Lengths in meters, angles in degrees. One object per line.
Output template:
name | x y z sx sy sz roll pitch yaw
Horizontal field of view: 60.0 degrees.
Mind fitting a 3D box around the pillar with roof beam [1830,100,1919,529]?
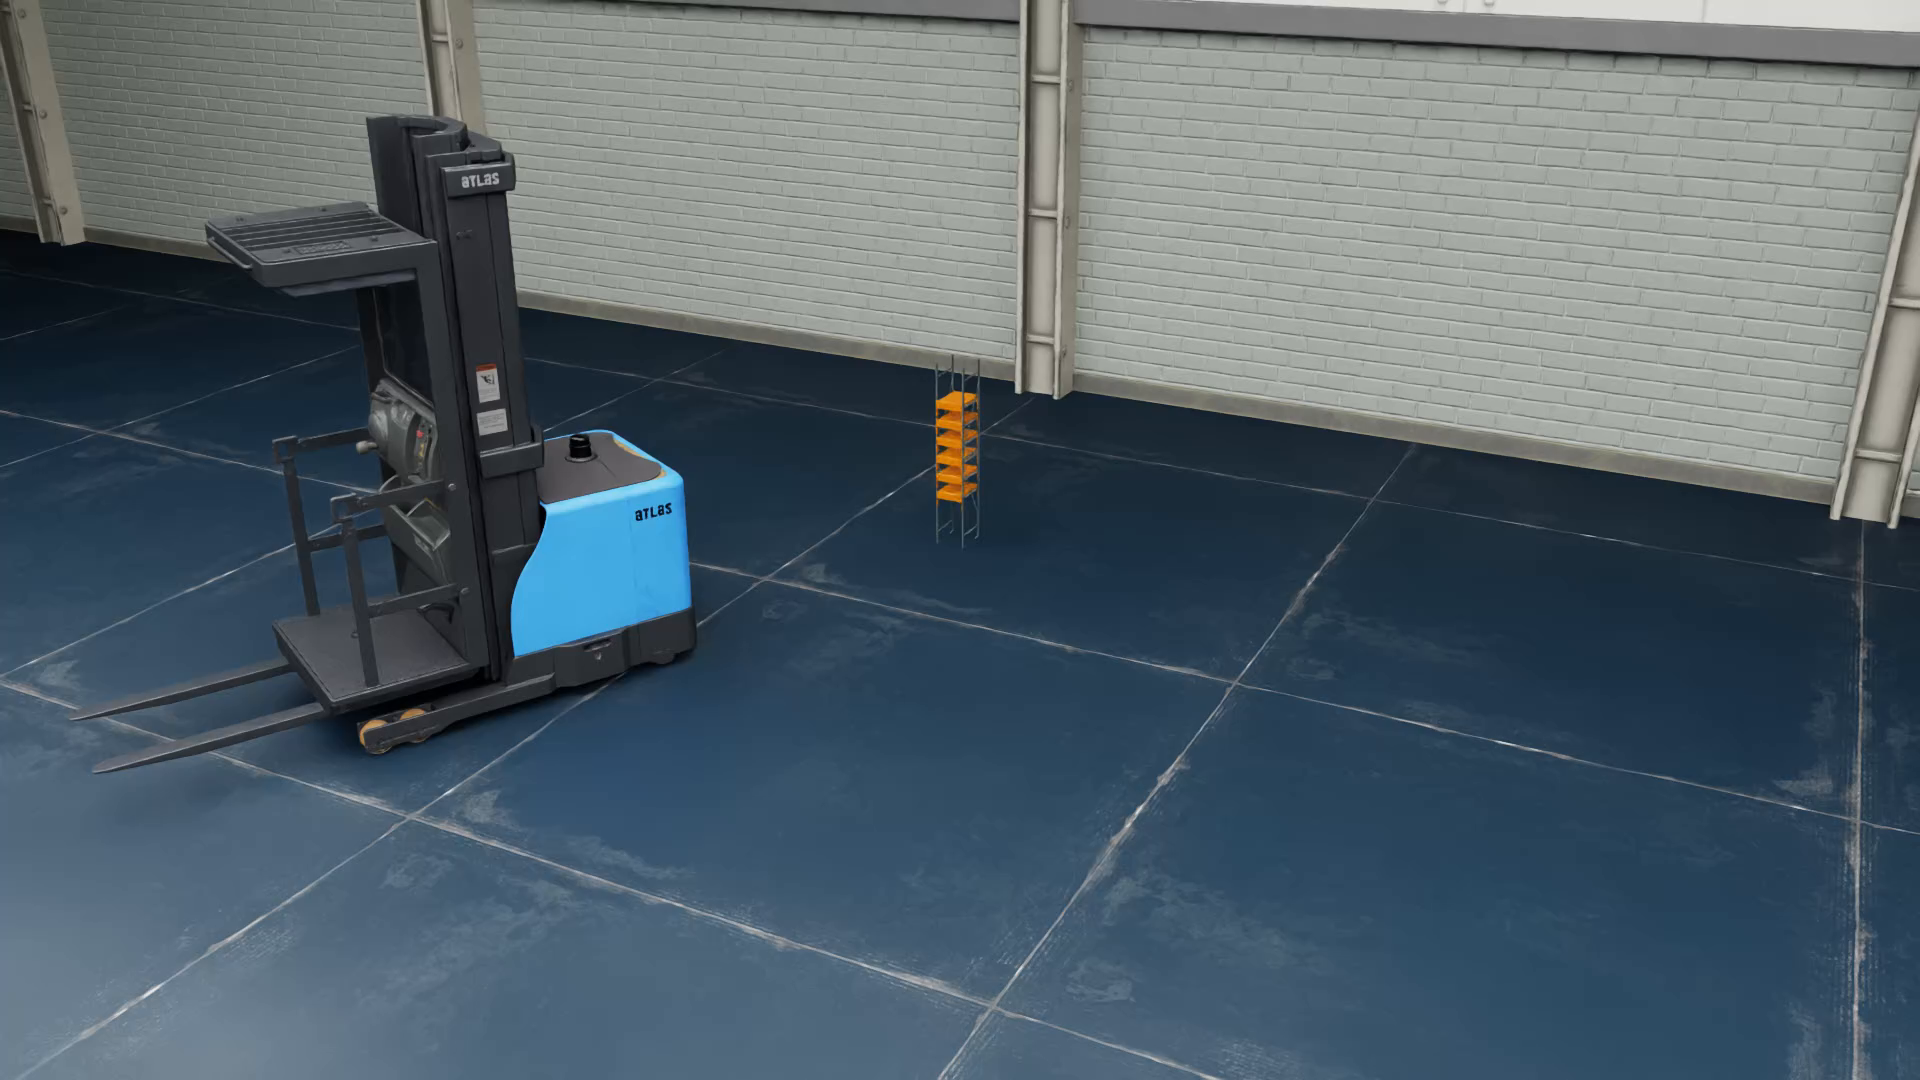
pillar with roof beam | 4.103 -2.799 5.832 0.400 9.000 9.100 11 25 25

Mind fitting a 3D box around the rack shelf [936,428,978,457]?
rack shelf | -0.013 -0.624 10.492 0.180 0.103 0.258 11 25 25

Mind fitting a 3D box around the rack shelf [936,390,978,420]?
rack shelf | -0.013 -0.845 10.398 0.180 0.103 0.258 11 25 25

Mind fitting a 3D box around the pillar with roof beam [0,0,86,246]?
pillar with roof beam | -11.961 -5.977 13.306 0.400 9.000 9.100 11 25 25

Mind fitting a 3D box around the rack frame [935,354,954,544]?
rack frame | -0.095 -0.571 10.559 0.006 1.200 0.240 11 25 25

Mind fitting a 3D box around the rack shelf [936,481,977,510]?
rack shelf | -0.013 -0.293 10.633 0.180 0.103 0.258 11 25 25

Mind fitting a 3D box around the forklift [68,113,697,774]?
forklift | -2.952 -0.522 8.232 3.031 2.935 1.130 -16 28 -32

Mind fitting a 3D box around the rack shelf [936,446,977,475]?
rack shelf | -0.013 -0.514 10.539 0.180 0.103 0.258 11 25 25

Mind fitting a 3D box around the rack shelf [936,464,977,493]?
rack shelf | -0.013 -0.403 10.586 0.180 0.103 0.258 11 25 25

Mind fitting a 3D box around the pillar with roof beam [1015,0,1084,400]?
pillar with roof beam | -1.252 -3.858 8.323 0.400 9.000 9.100 11 25 25

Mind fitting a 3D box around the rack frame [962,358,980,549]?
rack frame | 0.069 -0.539 10.483 0.006 1.200 0.240 11 25 25

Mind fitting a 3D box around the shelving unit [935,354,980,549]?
shelving unit | -0.013 -0.555 10.521 0.189 1.200 0.258 11 25 25

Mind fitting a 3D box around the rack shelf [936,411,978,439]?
rack shelf | -0.013 -0.735 10.445 0.180 0.103 0.258 11 25 25

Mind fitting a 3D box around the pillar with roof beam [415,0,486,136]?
pillar with roof beam | -6.607 -4.918 10.815 0.400 9.000 9.100 11 25 25
